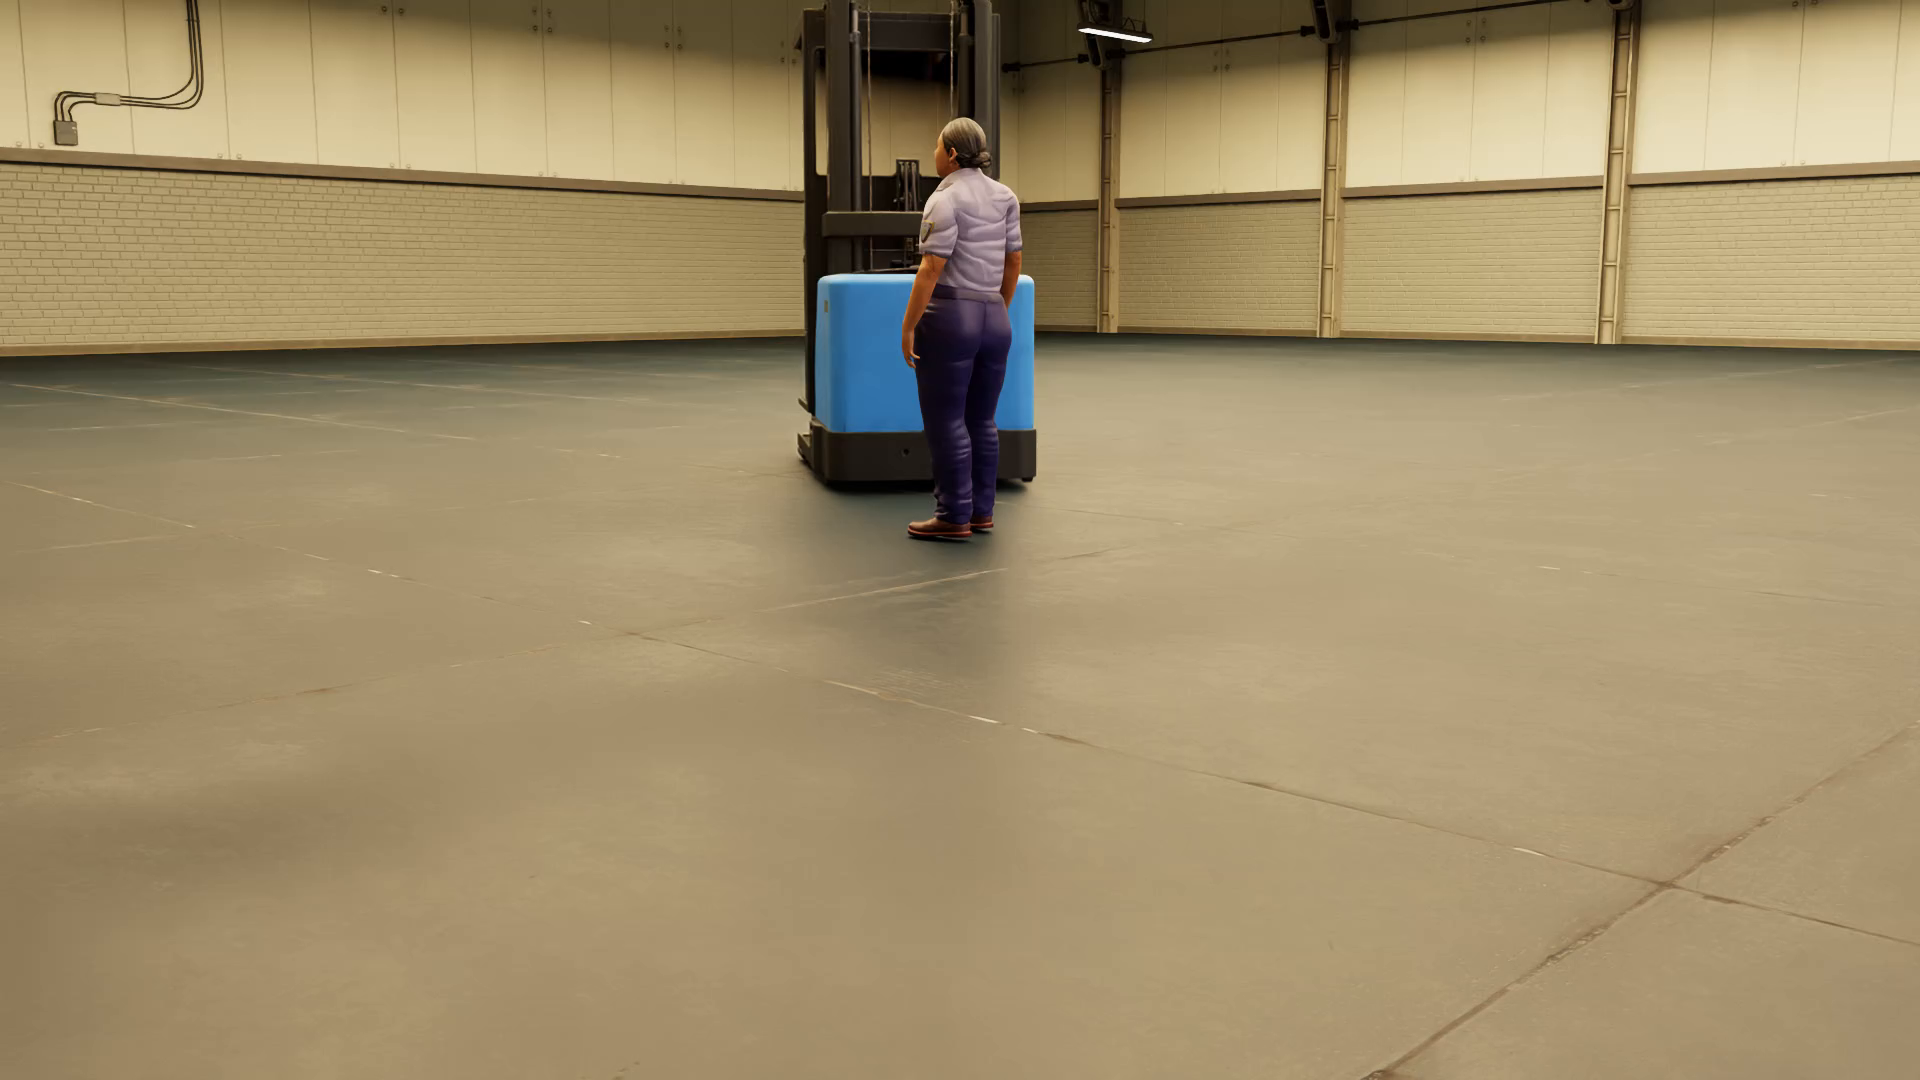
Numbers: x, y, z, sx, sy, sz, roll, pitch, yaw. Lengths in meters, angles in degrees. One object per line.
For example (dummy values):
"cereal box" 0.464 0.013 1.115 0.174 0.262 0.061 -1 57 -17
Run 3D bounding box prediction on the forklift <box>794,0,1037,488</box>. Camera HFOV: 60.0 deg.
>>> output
"forklift" -0.360 -1.897 9.475 1.130 2.935 3.031 -1 9 -9

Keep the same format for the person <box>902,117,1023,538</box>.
"person" -0.049 -0.833 6.672 0.502 1.651 0.598 8 12 43
